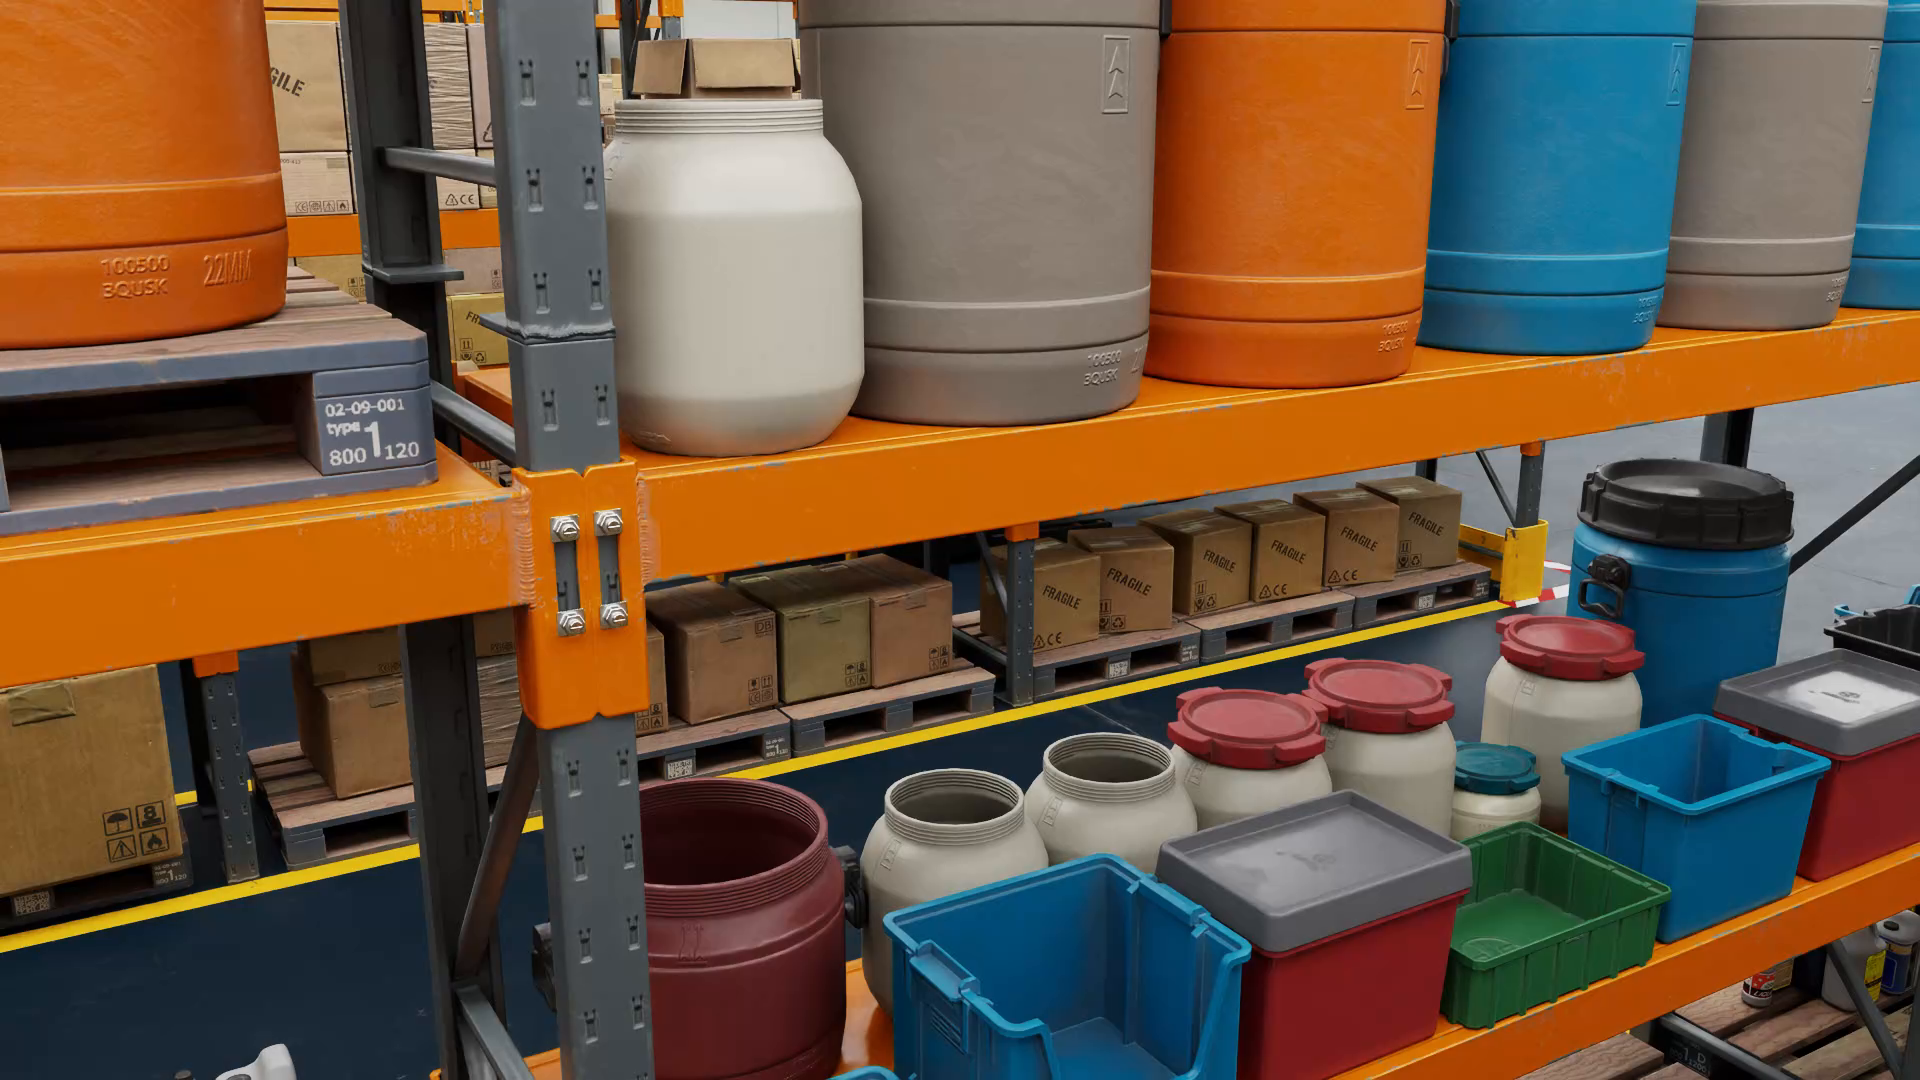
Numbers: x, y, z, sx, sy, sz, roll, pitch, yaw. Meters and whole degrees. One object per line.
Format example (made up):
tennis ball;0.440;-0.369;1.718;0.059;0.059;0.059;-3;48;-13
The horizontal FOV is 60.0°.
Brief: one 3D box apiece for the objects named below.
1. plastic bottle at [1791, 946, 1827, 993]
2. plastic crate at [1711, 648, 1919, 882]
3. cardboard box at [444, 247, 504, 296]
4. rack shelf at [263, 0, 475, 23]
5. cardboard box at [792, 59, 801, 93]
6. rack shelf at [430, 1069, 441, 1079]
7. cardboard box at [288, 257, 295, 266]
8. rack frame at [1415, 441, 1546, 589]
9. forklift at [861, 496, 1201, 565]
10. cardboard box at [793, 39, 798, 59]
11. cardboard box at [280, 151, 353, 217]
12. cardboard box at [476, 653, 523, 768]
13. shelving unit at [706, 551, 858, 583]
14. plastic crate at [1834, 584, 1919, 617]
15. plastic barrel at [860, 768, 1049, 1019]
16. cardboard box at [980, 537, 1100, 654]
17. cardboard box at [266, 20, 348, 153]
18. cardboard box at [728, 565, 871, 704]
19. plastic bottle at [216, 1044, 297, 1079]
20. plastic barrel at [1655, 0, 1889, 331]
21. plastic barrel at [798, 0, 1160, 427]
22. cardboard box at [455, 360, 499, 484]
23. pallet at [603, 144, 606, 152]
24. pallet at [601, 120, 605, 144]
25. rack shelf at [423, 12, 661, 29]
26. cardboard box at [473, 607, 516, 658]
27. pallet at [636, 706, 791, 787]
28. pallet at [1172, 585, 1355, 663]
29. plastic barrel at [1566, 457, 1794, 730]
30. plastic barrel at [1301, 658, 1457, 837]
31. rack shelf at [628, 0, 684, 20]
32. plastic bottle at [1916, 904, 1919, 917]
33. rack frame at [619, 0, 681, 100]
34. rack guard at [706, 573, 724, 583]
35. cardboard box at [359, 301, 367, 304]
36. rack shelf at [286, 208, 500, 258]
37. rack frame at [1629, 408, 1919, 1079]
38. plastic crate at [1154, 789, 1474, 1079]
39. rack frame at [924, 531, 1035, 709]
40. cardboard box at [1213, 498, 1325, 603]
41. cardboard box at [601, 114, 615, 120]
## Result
plastic bottle;3.048;1.411;5.911;0.185;0.351;0.144;-10;18;-31
plastic crate;2.387;0.611;4.554;0.583;0.464;0.402;-9;18;-30
cardboard box;-3.670;-2.121;12.381;0.500;0.500;0.700;-9;18;-29
rack shelf;-6.724;-5.007;15.673;4.000;0.370;1.077;-9;18;-30
cardboard box;-1.379;-3.643;13.056;0.500;0.250;0.500;-9;18;-30
rack shelf;-2.498;1.684;2.178;4.000;0.370;1.077;-9;18;-30
cardboard box;-4.980;-1.908;11.622;0.500;0.500;0.700;-10;18;-31
rack frame;3.523;-1.198;11.127;0.127;3.000;1.000;-9;18;-30
forklift;0.563;-1.487;12.285;3.031;2.935;1.130;-8;17;-25
cardboard box;-1.452;-3.804;12.892;0.250;0.149;0.380;-9;18;-30
cardboard box;-2.801;-1.465;6.799;0.500;0.250;0.500;-9;18;-29
cardboard box;-2.302;0.728;8.073;0.500;0.500;0.700;-11;19;-34
shelving unit;-1.330;-0.562;11.637;1.083;1.500;0.587;-8;17;-25
plastic crate;3.454;0.359;5.849;0.616;0.251;0.499;-9;18;-30
plastic barrel;-0.012;0.813;3.744;0.421;0.512;0.421;0;16;0
cardboard box;0.457;0.313;9.590;0.500;0.500;0.500;-10;18;-31
cardboard box;-2.800;-1.825;6.695;0.500;0.500;0.500;-9;18;-29
cardboard box;-0.862;0.492;8.914;0.500;0.500;0.700;-9;18;-30
plastic bottle;-1.321;1.105;3.141;0.135;0.276;0.152;-9;18;-30
plastic barrel;1.760;-0.970;3.828;0.600;0.901;0.600;0;16;0
plastic barrel;0.032;-0.690;2.828;0.600;0.901;0.600;0;16;0
cardboard box;-2.466;-0.522;7.750;0.500;0.500;0.700;-6;17;-22
pallet;-1.378;-1.790;8.029;1.003;0.211;1.213;-9;18;-30
pallet;-3.134;-3.017;12.413;1.217;0.209;0.805;-10;19;-32
rack shelf;-5.855;-6.711;21.751;4.000;0.370;1.077;-9;18;-30
cardboard box;-2.327;0.368;7.965;0.500;0.250;0.500;-7;17;-23
pallet;-1.620;0.980;8.524;1.213;0.211;1.003;-9;18;-30
pallet;1.698;0.428;10.491;1.213;0.211;1.003;-9;18;-30
plastic barrel;2.157;0.246;5.047;0.708;0.901;0.600;-9;18;-30
plastic barrel;1.083;0.622;4.380;0.433;0.535;0.433;0;16;0
rack shelf;-0.660;-4.432;13.621;4.000;0.370;1.077;-9;18;-30
plastic bottle;3.564;1.392;6.104;0.133;0.283;0.061;-9;18;-30
rack frame;-2.374;-4.693;12.478;0.127;3.000;1.000;-9;18;-30
rack guard;-1.776;0.099;11.592;0.087;0.250;0.587;-8;17;-25
cardboard box;-4.412;-1.437;11.795;0.500;0.500;0.500;-9;18;-30
rack shelf;-1.620;-1.462;7.844;4.000;0.370;1.077;-9;18;-30
rack frame;2.645;0.504;5.056;0.127;3.000;1.000;-9;18;-30
plastic crate;0.759;0.875;3.612;0.583;0.464;0.402;-9;18;-30
rack frame;0.094;-0.642;9.144;0.127;3.000;1.000;-9;18;-30
cardboard box;1.938;0.060;10.493;0.500;0.500;0.500;-7;17;-25
cardboard box;-3.738;-4.389;17.417;0.250;0.149;0.380;-10;18;-31
